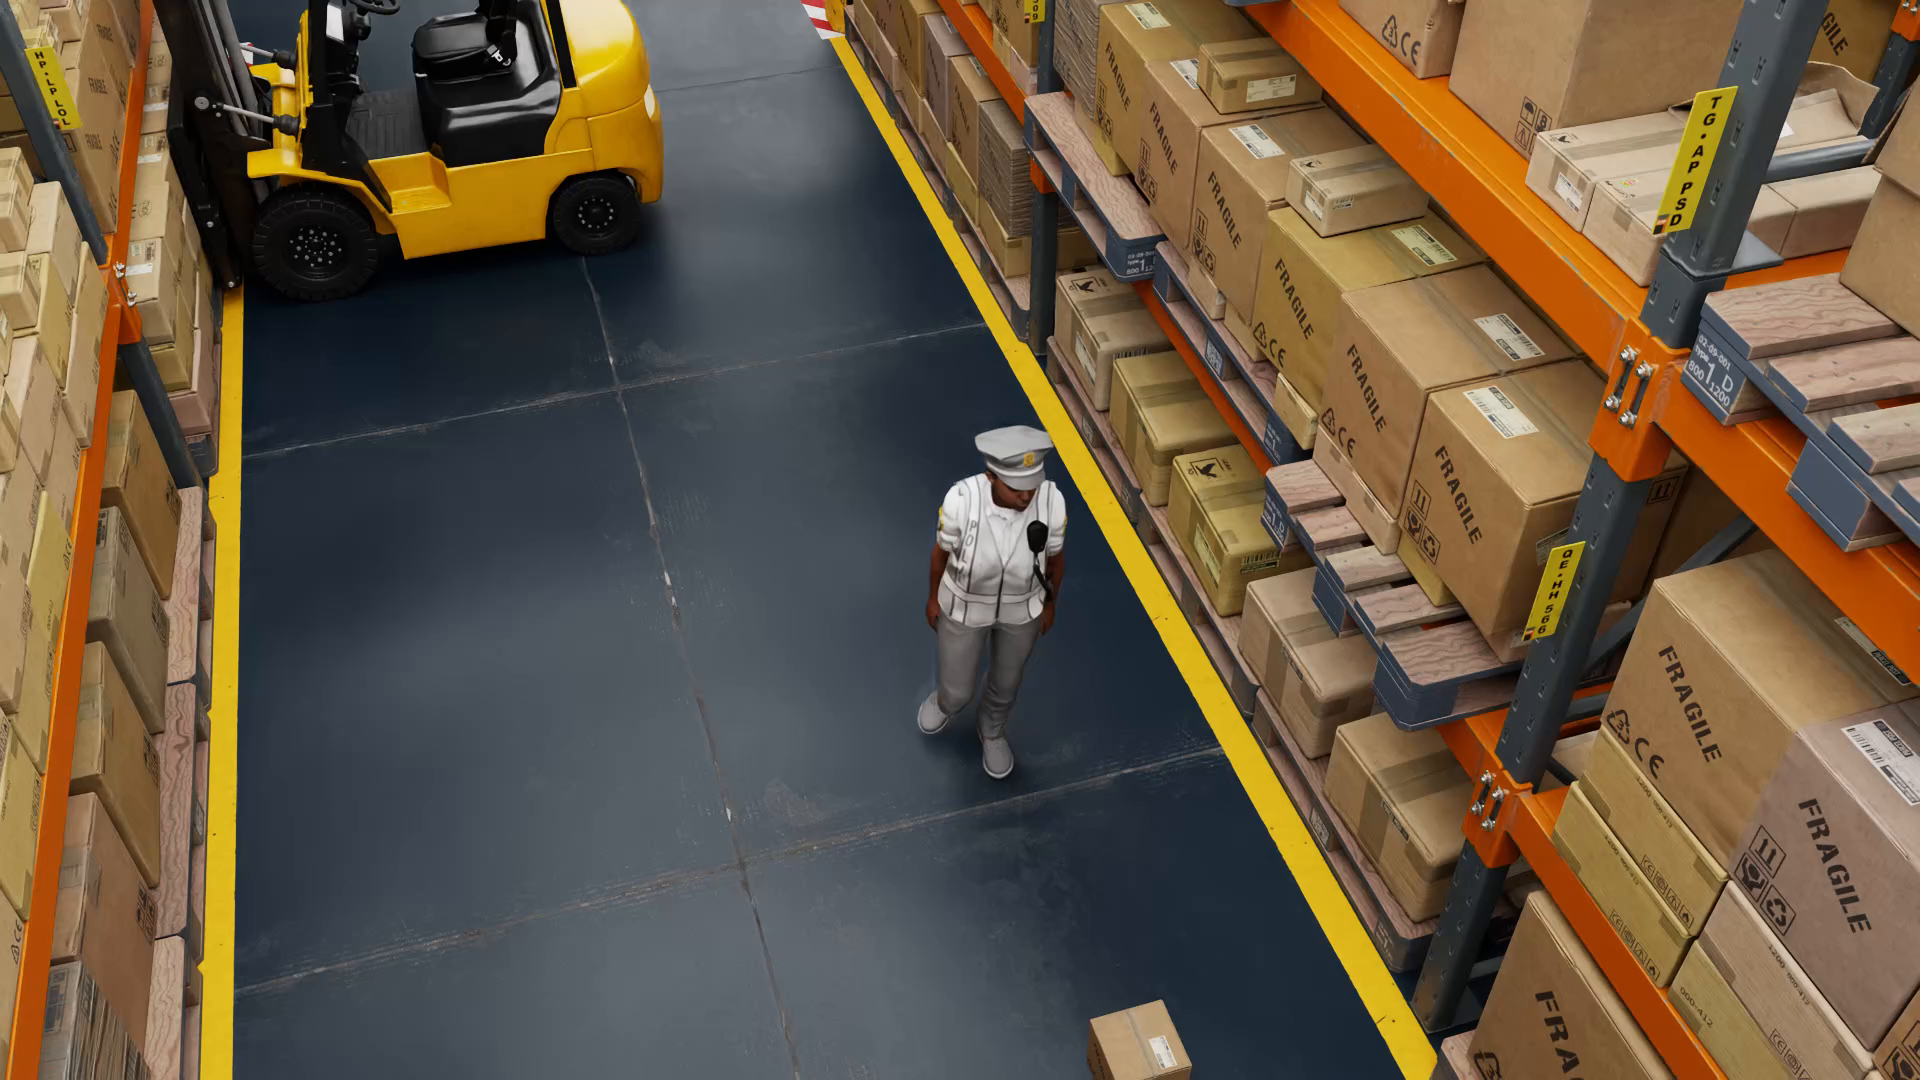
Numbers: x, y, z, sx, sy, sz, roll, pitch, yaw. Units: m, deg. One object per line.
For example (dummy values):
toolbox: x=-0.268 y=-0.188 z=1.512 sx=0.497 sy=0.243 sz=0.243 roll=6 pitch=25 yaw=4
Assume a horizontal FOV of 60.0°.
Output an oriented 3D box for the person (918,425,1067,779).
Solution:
person: x=0.103 y=0.203 z=5.920 sx=0.517 sy=1.670 sz=0.501 roll=-4 pitch=43 yaw=-5
